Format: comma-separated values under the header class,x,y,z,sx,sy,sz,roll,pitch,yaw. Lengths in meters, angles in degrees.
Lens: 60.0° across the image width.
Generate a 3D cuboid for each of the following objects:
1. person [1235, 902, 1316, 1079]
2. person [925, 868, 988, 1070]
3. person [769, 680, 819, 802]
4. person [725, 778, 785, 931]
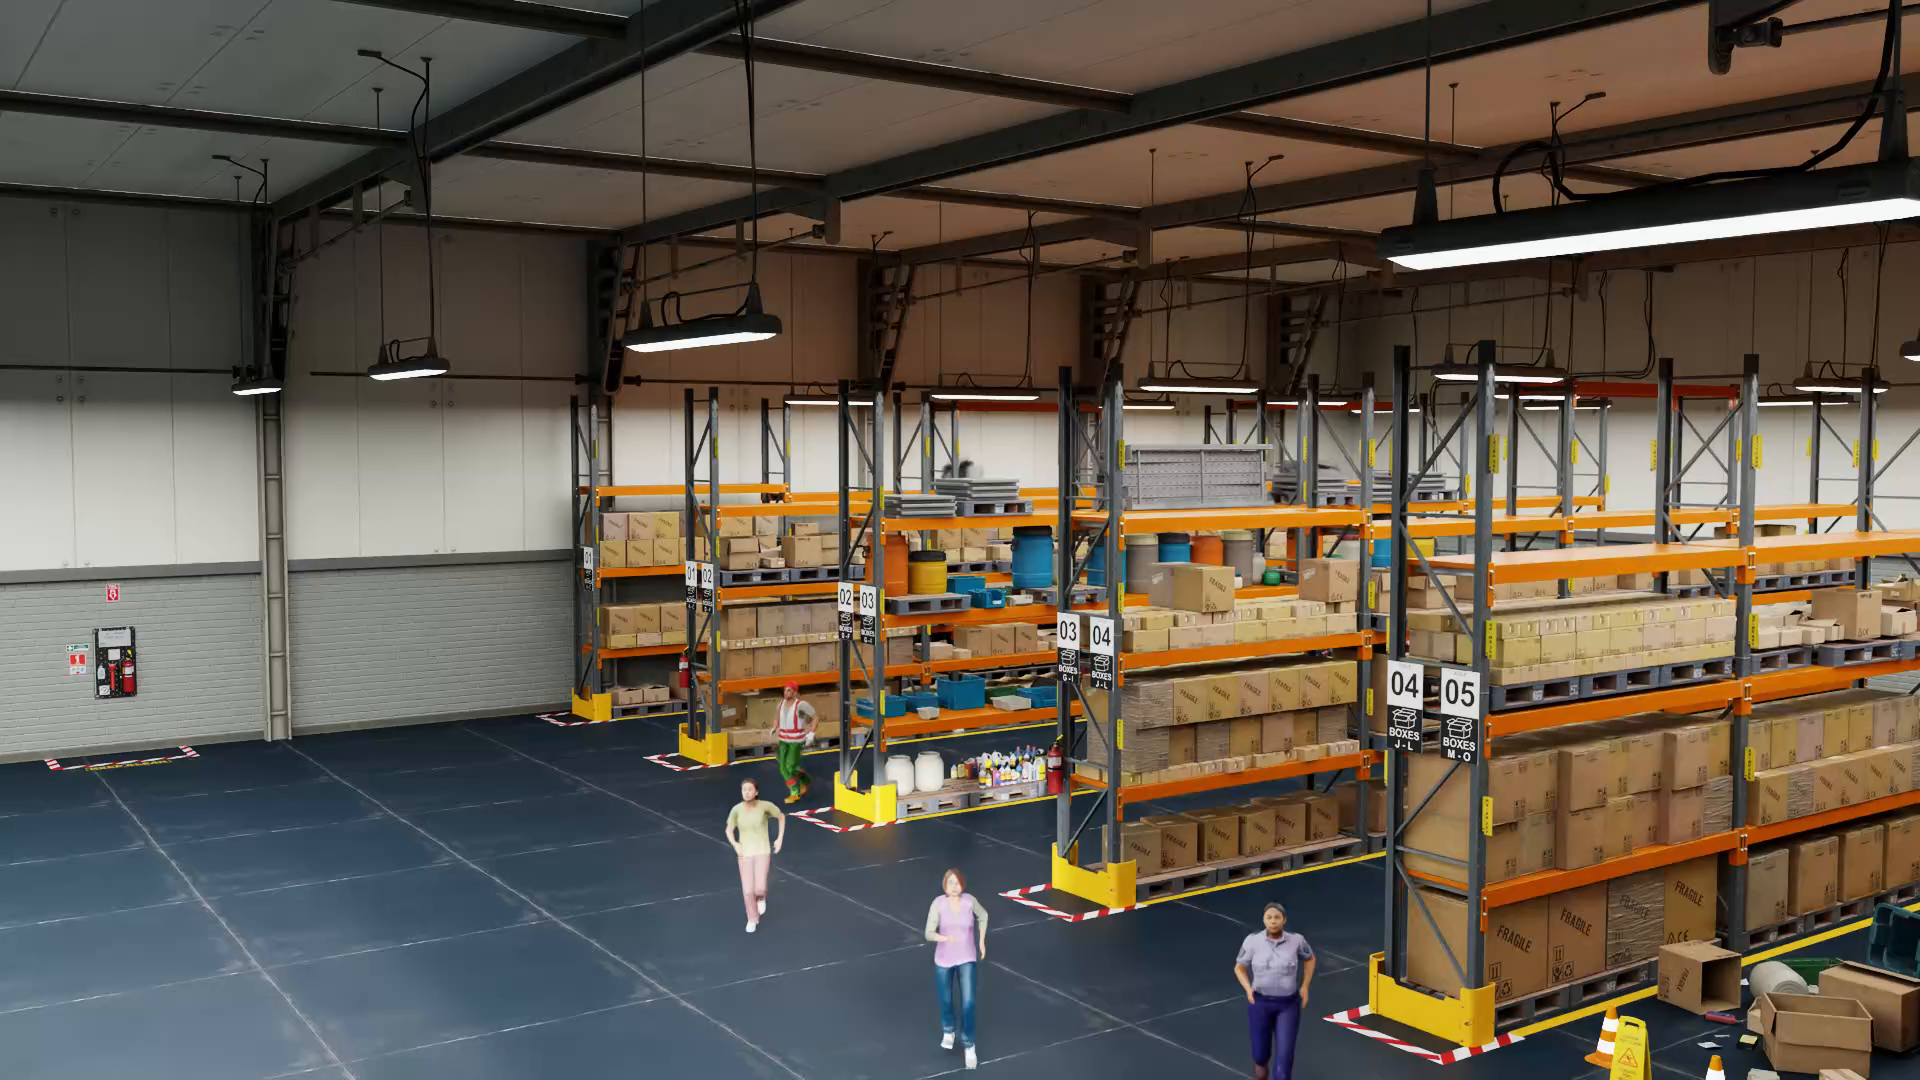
class,x,y,z,sx,sy,sz,roll,pitch,yaw
person,2.426,3.603,12.806,0.618,1.631,0.853,1,3,11
person,-0.028,3.536,13.793,0.520,1.644,0.698,0,3,0
person,-2.392,2.870,23.672,0.697,1.748,0.616,2,4,30
person,-2.161,3.309,17.453,0.602,1.631,0.598,0,3,3
